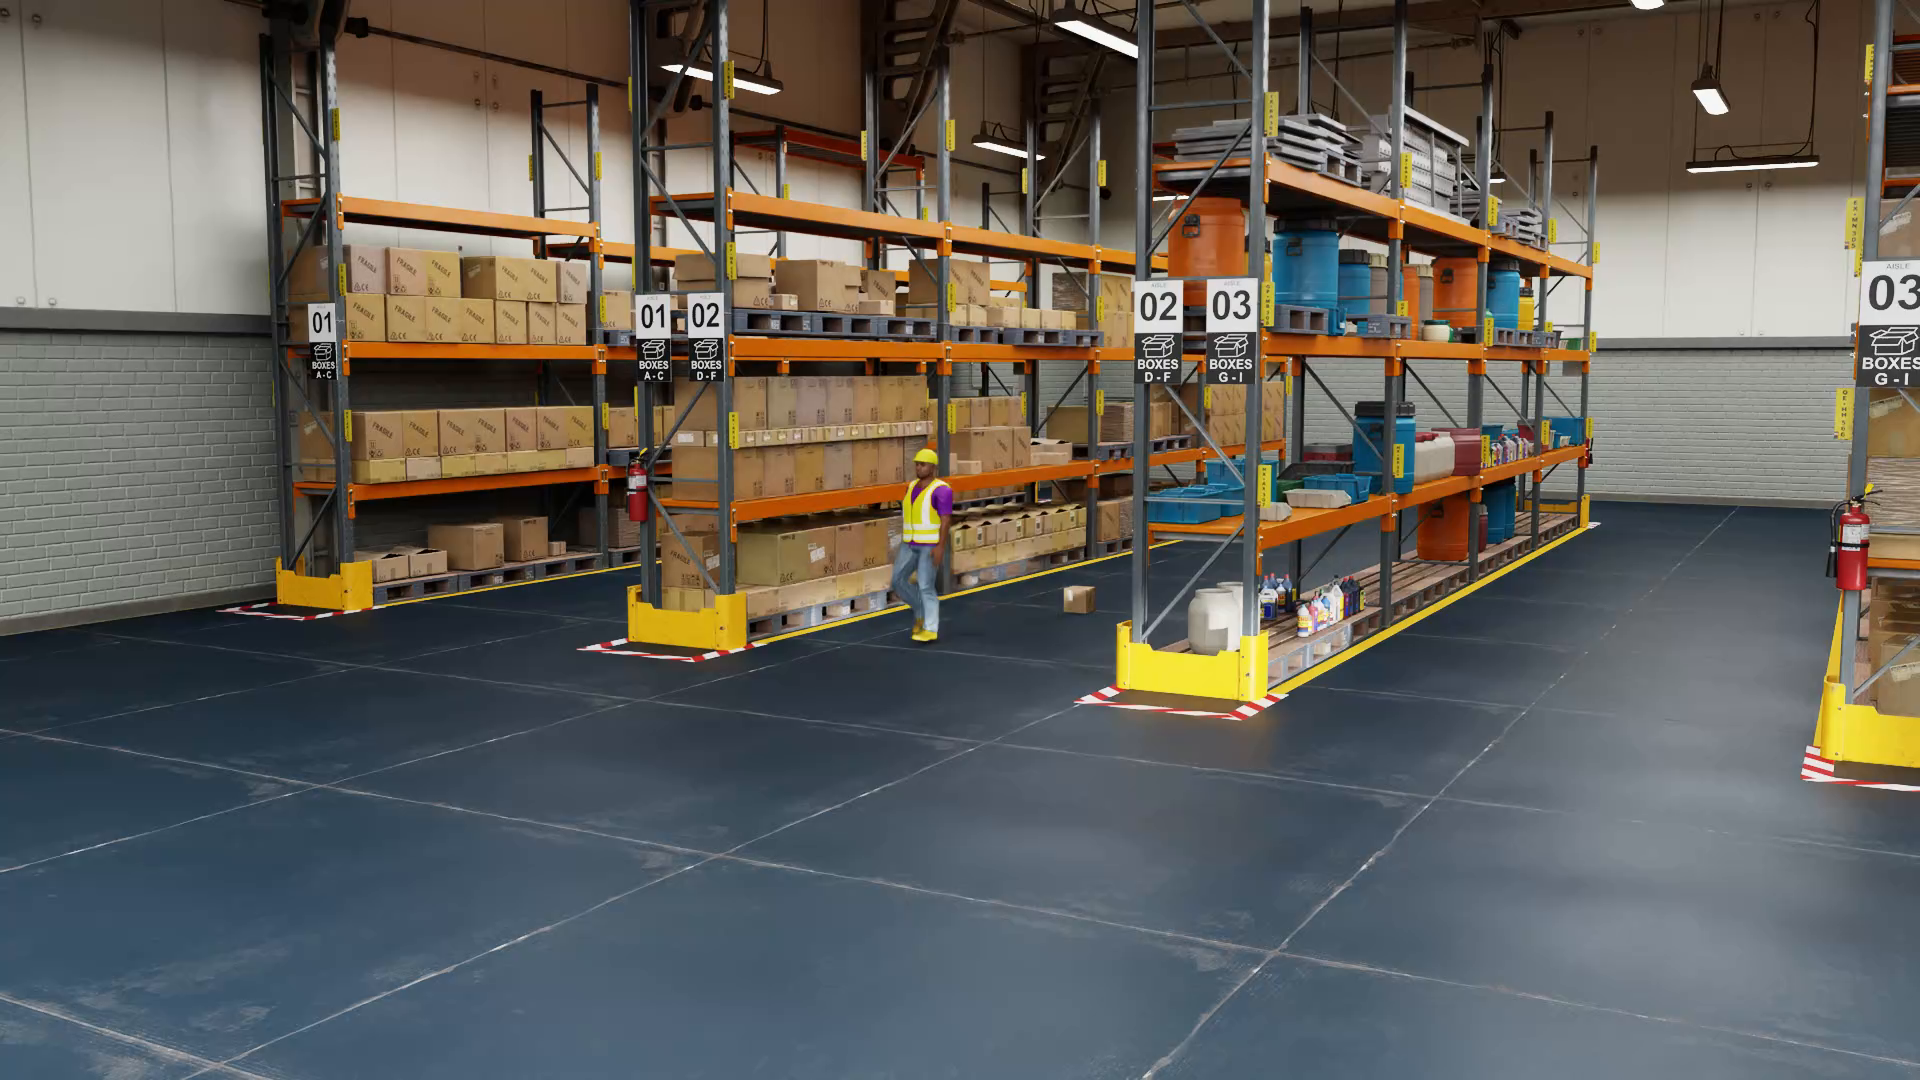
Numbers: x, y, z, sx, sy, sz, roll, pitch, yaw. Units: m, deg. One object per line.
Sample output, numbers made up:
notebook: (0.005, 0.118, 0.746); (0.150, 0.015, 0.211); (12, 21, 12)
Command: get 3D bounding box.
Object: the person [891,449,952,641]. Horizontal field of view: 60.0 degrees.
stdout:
person: (-0.360, 0.048, 15.283); (0.600, 1.766, 0.467); (5, 8, 43)
